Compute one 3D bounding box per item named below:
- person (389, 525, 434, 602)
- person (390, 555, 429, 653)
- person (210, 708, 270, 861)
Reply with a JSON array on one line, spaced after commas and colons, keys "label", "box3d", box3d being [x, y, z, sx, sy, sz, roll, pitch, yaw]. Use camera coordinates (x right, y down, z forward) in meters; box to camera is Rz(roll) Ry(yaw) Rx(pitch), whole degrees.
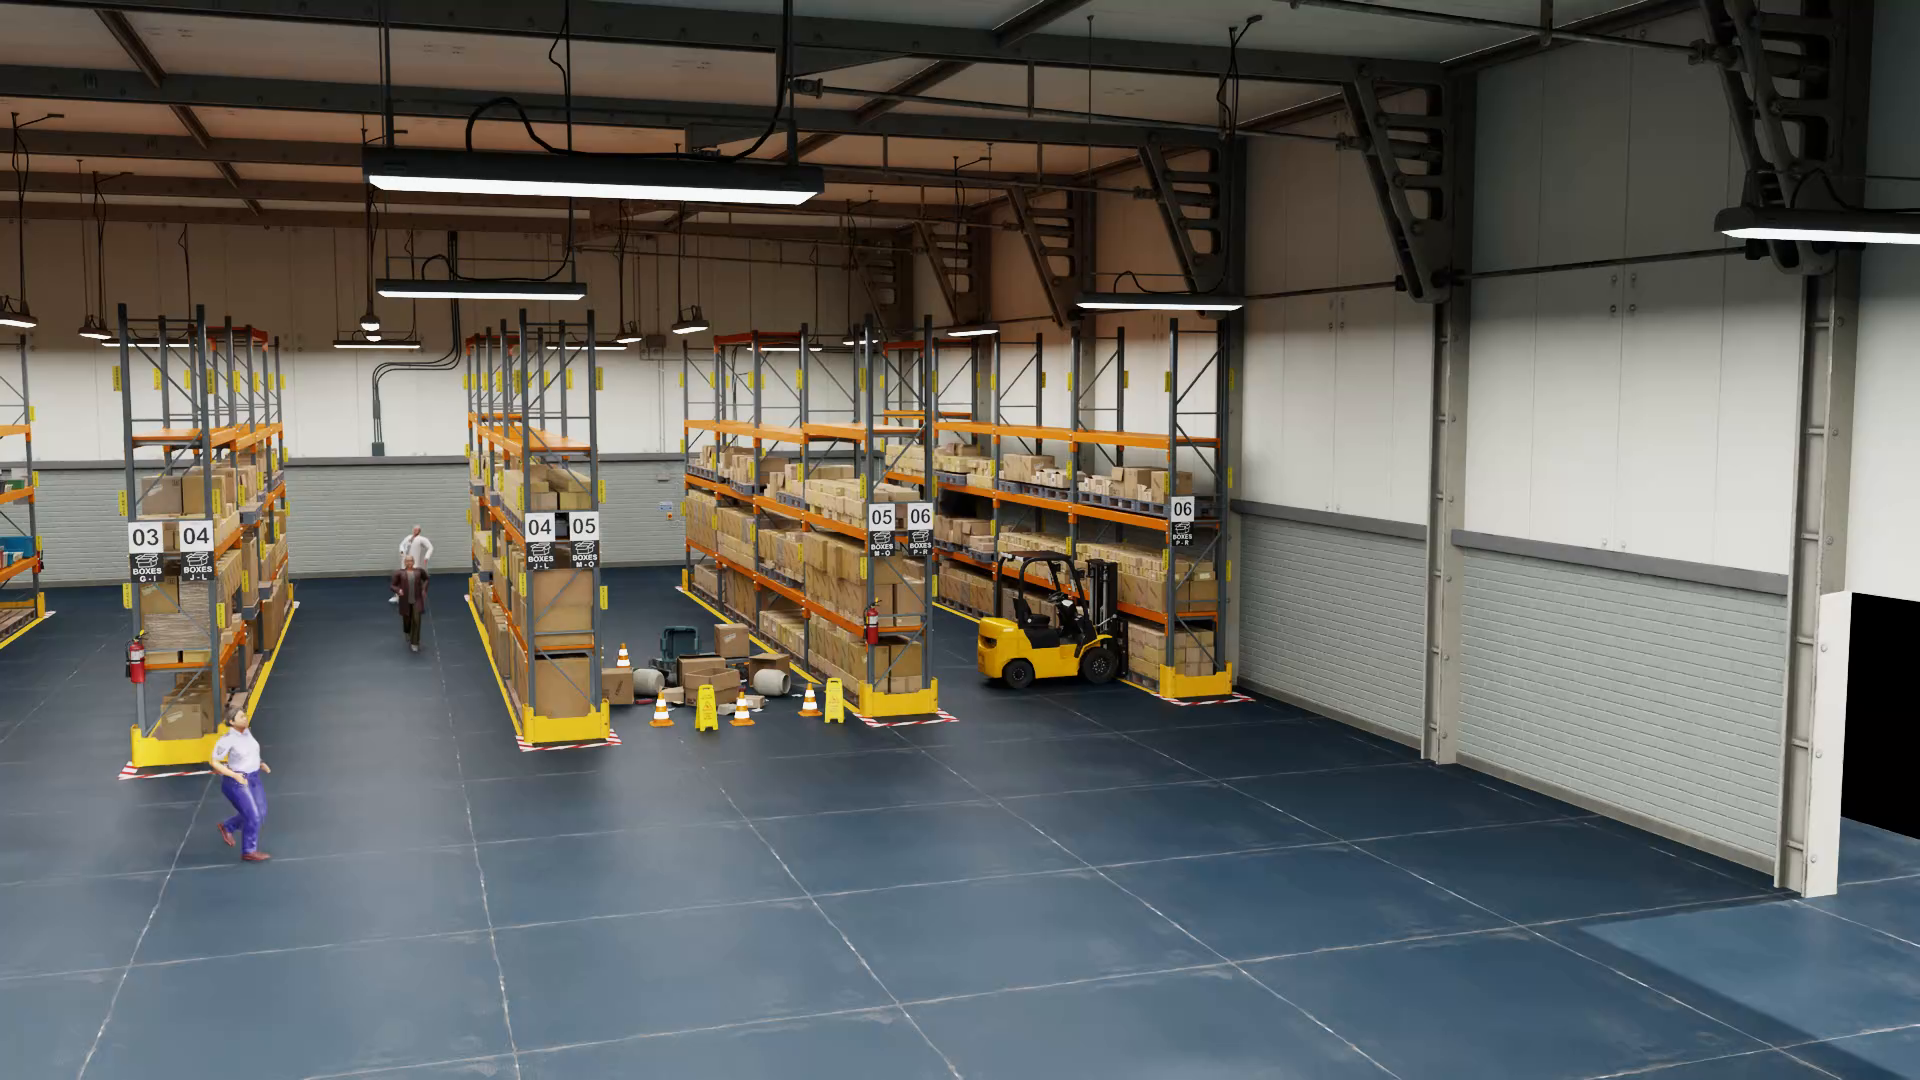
[{"label": "person", "box3d": [-12.496, 0.525, 37.763, 0.759, 1.714, 1.039, 3, 6, 30]}, {"label": "person", "box3d": [-10.294, 1.170, 31.179, 0.710, 1.784, 1.005, -2, 6, -22]}, {"label": "person", "box3d": [-7.571, 2.554, 17.457, 0.645, 1.598, 0.611, 1, 6, 11]}]
